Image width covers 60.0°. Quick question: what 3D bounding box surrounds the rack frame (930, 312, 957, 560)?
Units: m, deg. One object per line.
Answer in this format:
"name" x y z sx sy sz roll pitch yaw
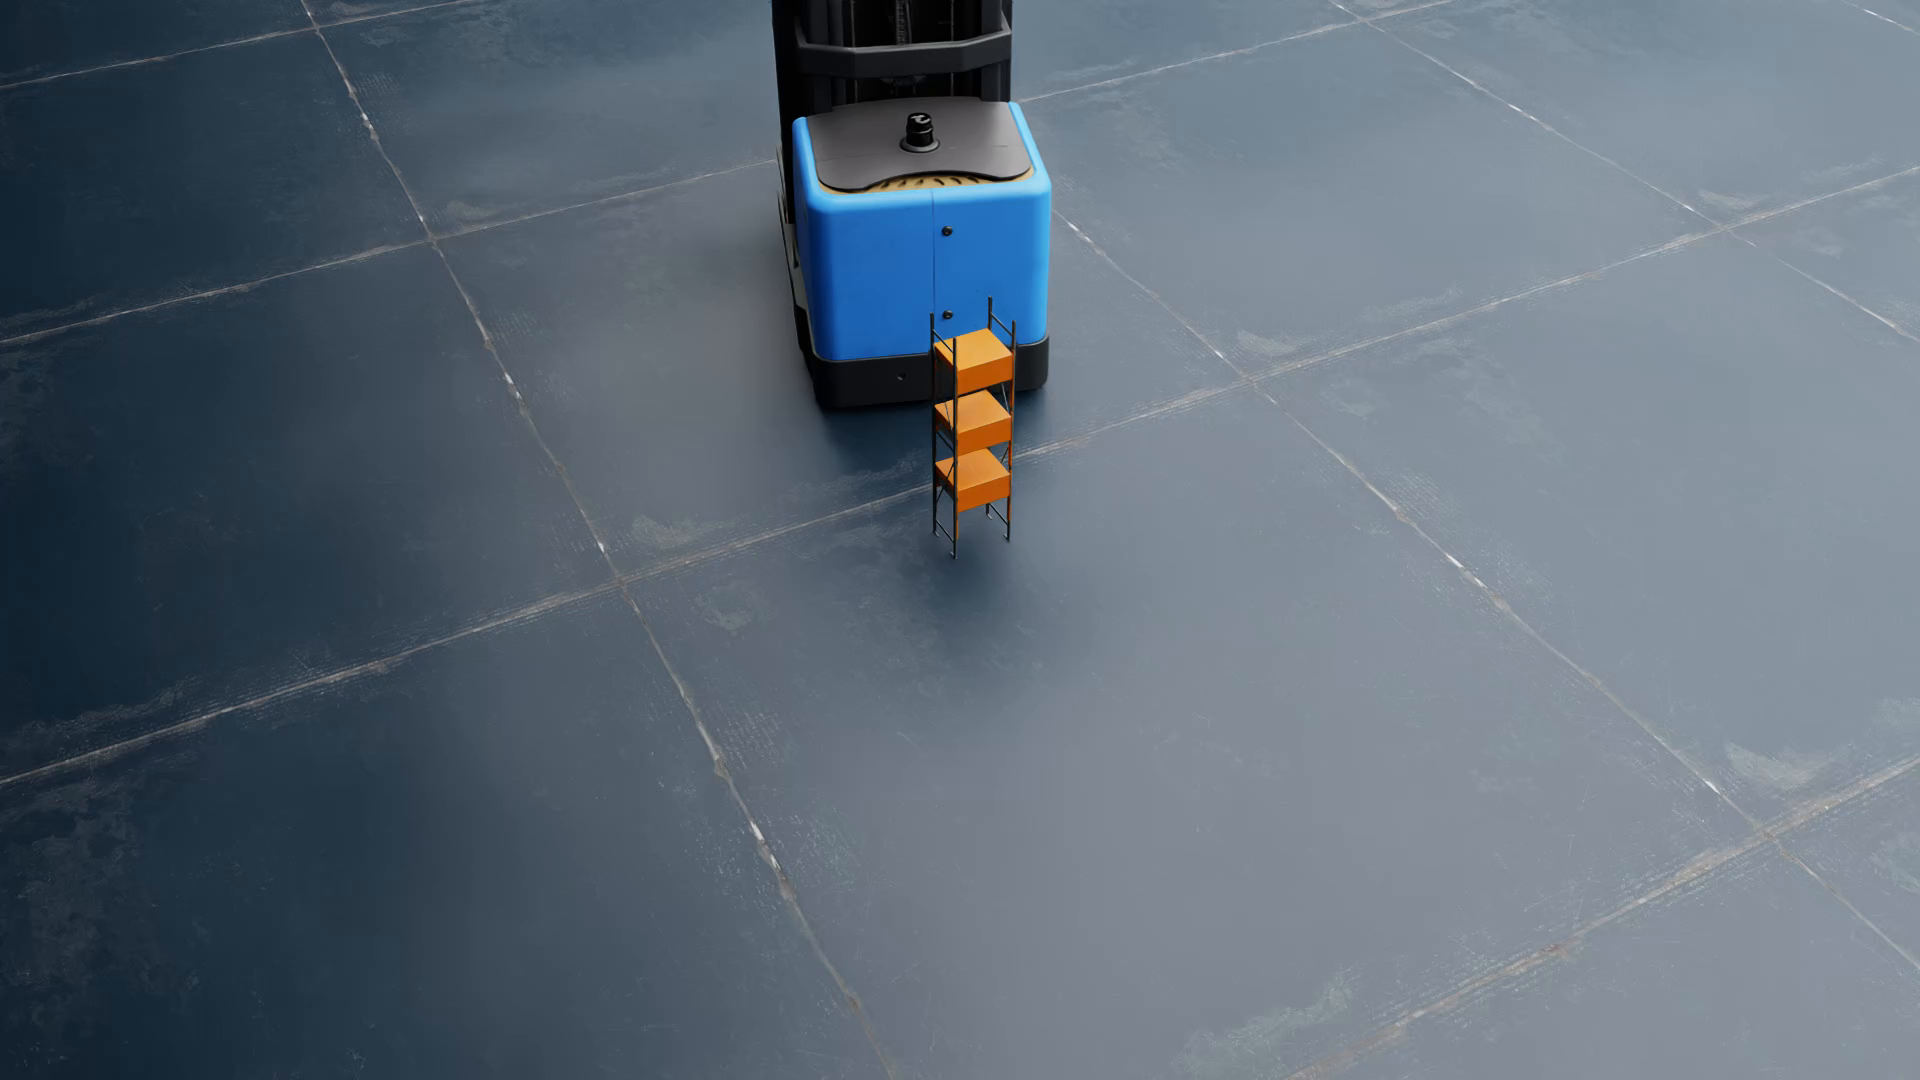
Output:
"rack frame" -0.061 -0.380 6.387 0.008 1.050 0.200 -19 44 -21

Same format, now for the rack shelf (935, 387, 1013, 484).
"rack shelf" 0.047 -0.409 6.437 0.240 0.259 0.215 -19 44 -21

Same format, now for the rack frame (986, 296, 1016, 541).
"rack frame" 0.156 -0.453 6.473 0.008 1.050 0.200 -19 44 -21

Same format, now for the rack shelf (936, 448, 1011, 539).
"rack shelf" 0.047 -0.196 6.616 0.240 0.259 0.215 -19 44 -21

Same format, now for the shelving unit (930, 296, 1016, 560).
"shelving unit" 0.047 -0.417 6.430 0.252 1.050 0.215 -19 44 -21

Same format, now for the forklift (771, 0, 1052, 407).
"forklift" -0.345 -2.657 7.620 1.130 2.935 3.031 -6 41 -7

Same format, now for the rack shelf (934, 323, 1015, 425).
"rack shelf" 0.047 -0.625 6.253 0.240 0.259 0.215 -19 44 -21
